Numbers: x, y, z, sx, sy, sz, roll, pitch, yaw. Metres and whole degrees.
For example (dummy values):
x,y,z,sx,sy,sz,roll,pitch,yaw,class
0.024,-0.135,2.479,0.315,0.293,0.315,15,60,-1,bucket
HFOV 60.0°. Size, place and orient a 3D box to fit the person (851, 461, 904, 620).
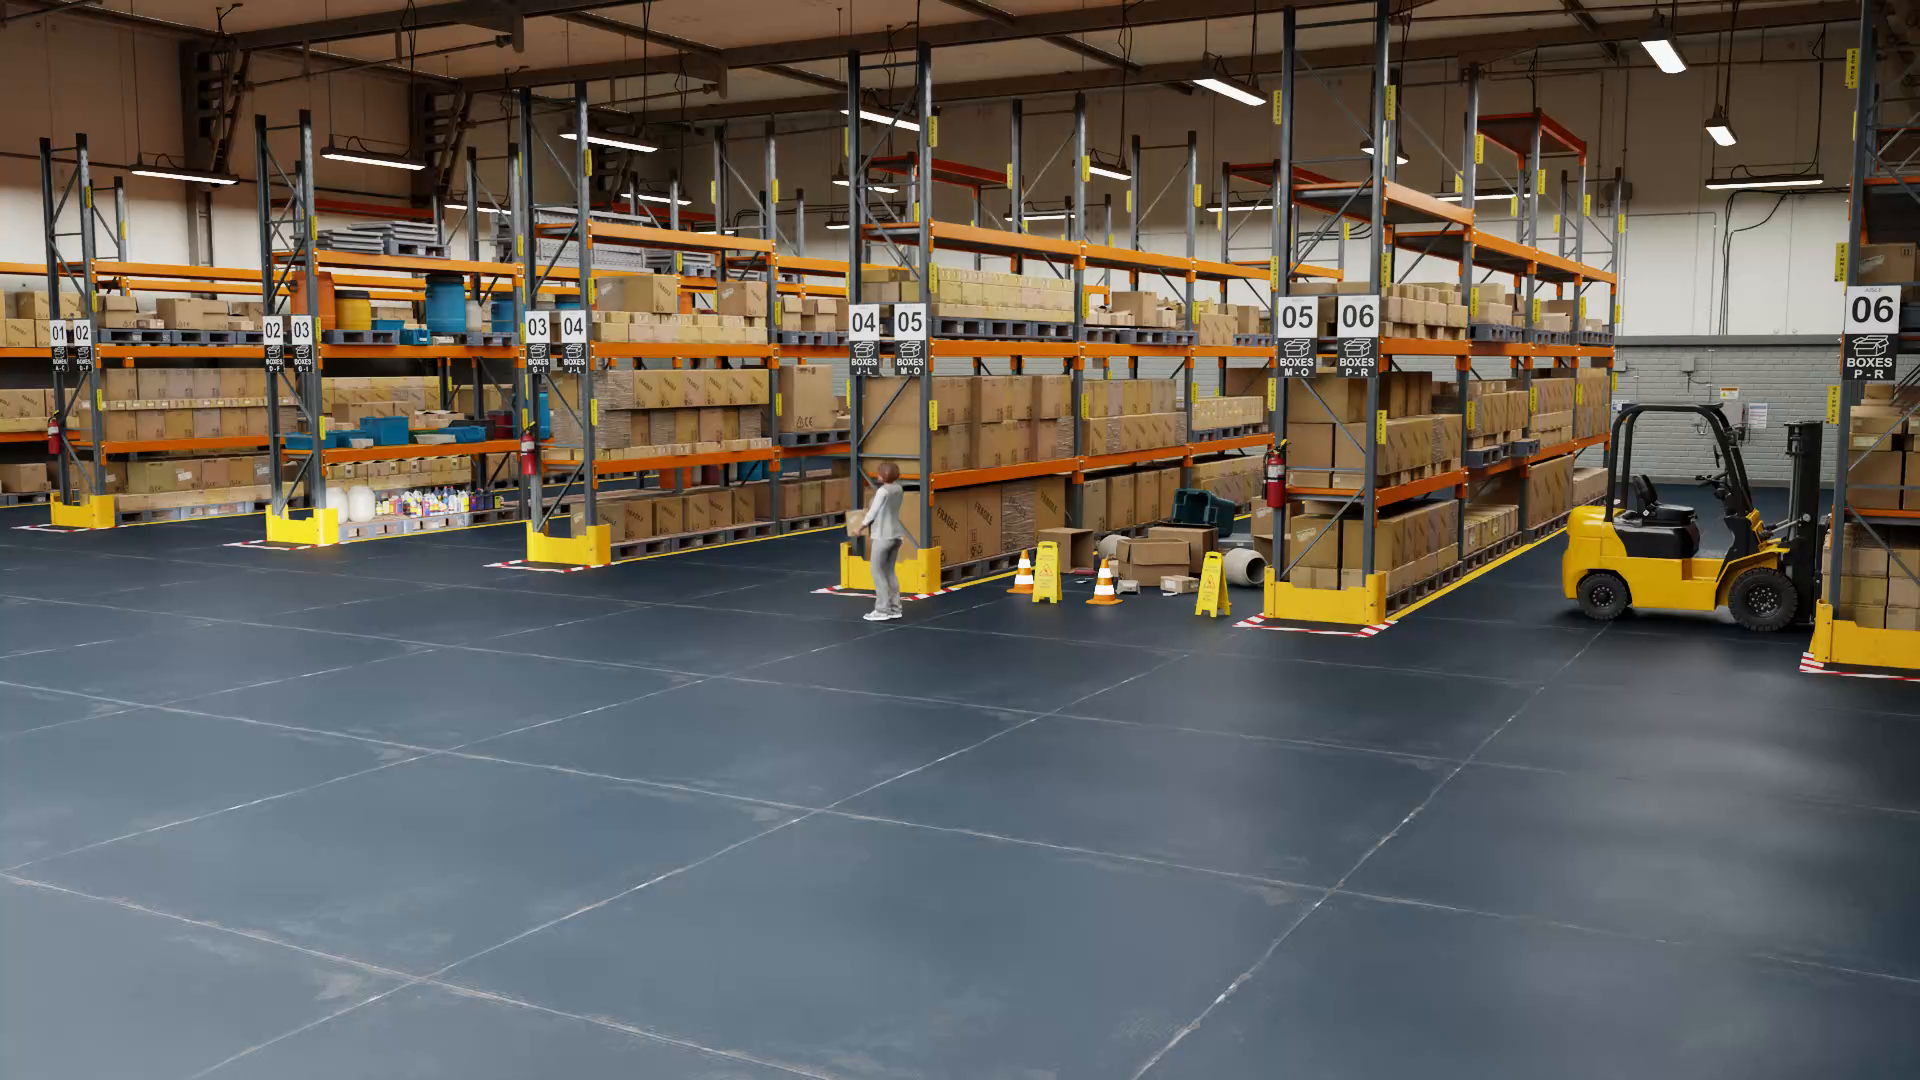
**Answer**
x,y,z,sx,sy,sz,roll,pitch,yaw,class
-0.808,0.000,16.588,0.488,1.595,0.405,3,7,29,person
